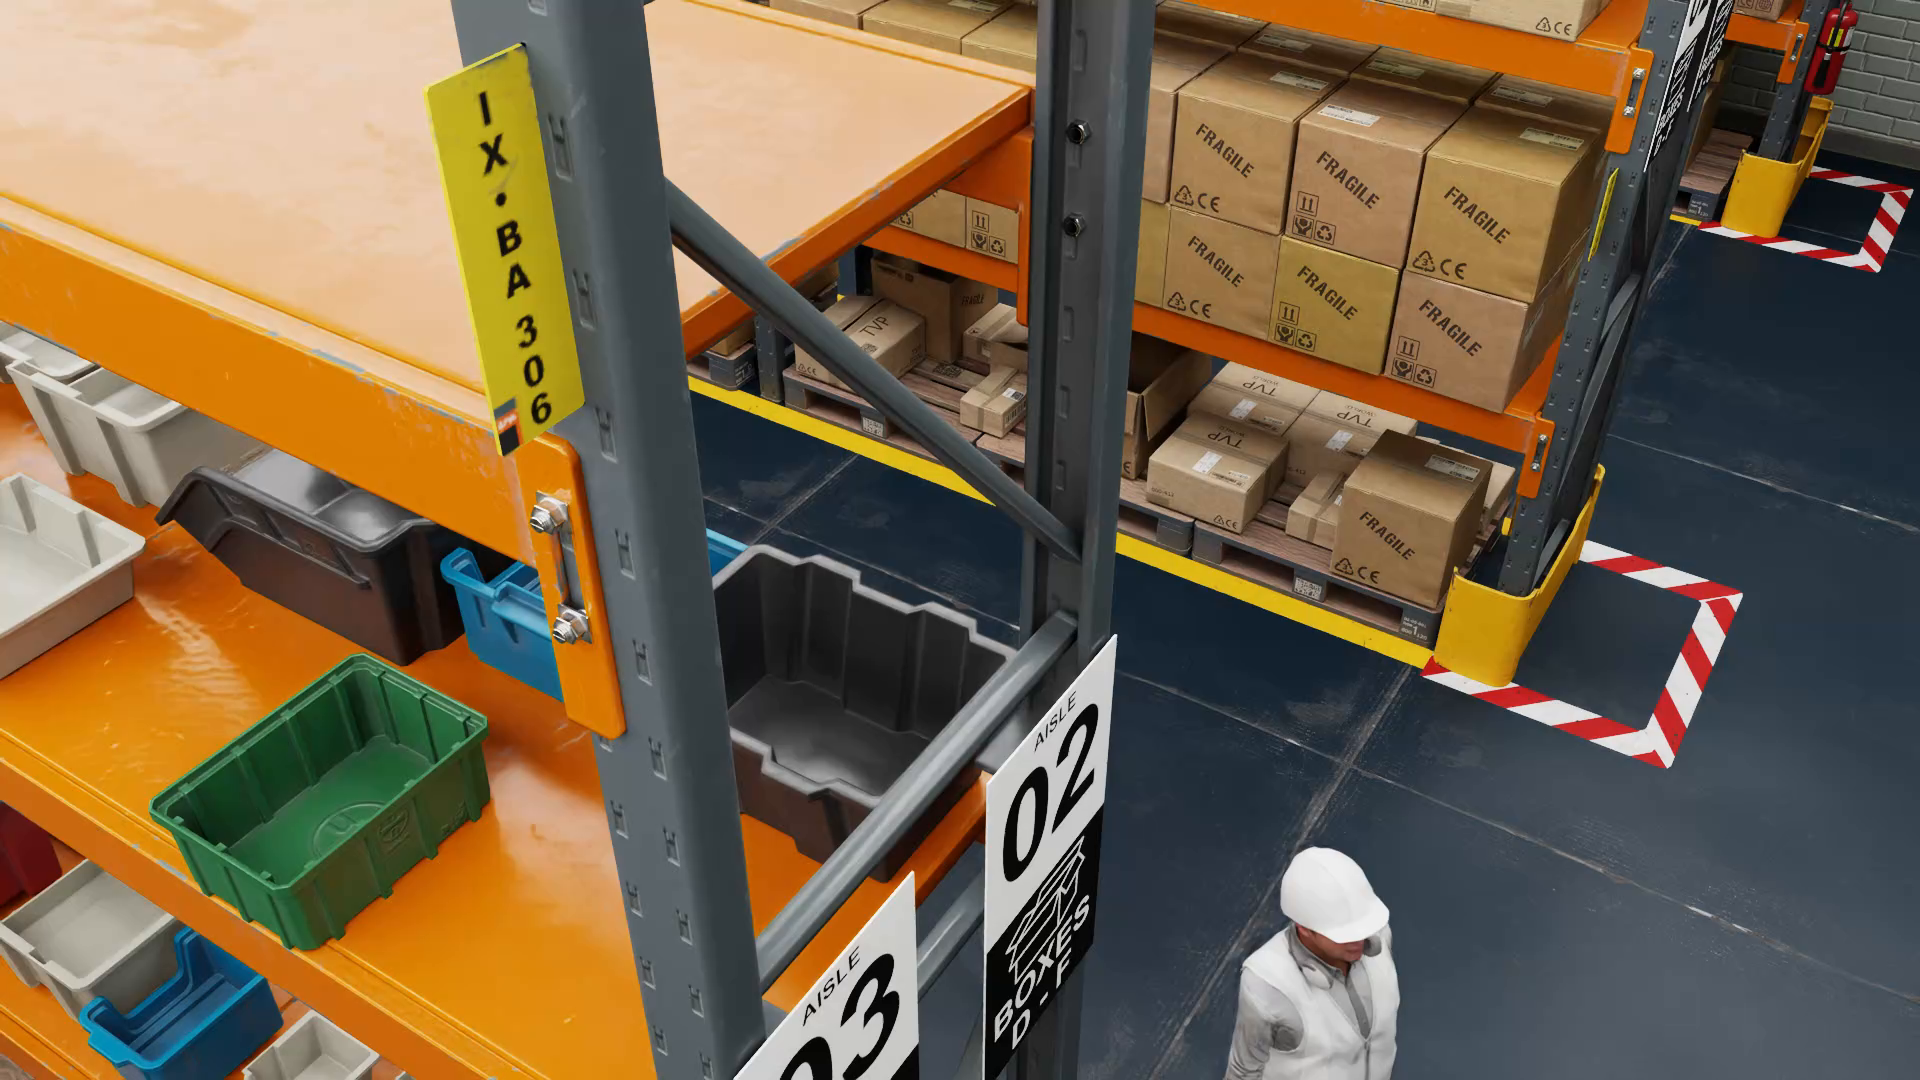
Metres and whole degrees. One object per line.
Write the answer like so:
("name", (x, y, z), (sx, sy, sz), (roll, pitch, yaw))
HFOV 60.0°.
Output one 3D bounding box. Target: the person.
("person", (0.971, 1.505, 4.681), (0.551, 1.755, 0.627), (-25, 44, -28))
